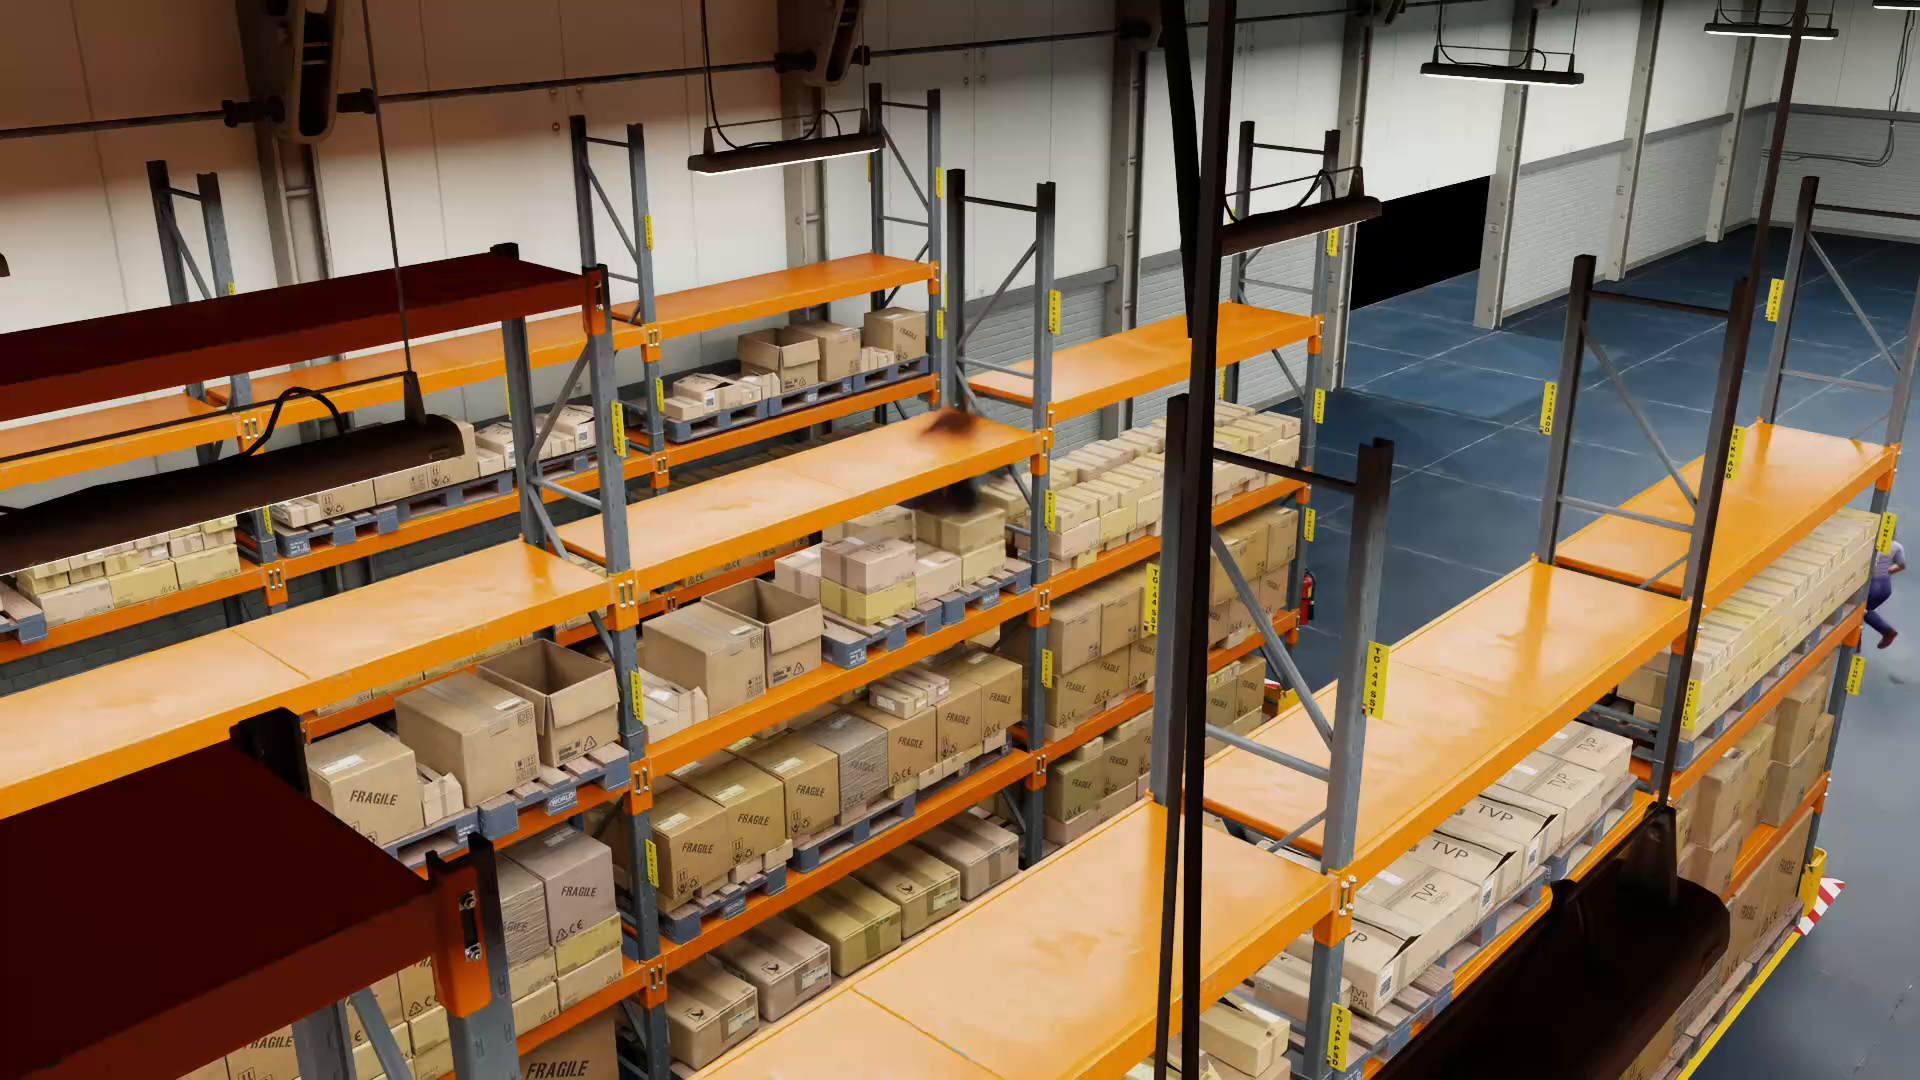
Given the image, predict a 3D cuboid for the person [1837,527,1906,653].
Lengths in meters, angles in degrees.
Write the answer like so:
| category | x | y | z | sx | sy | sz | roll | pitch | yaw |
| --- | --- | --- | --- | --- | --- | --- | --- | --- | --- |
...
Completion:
| category | x | y | z | sx | sy | sz | roll | pitch | yaw |
| --- | --- | --- | --- | --- | --- | --- | --- | --- | --- |
| person | 10.123 | 0.548 | 18.419 | 0.608 | 1.608 | 0.607 | -7 | 22 | -17 |
